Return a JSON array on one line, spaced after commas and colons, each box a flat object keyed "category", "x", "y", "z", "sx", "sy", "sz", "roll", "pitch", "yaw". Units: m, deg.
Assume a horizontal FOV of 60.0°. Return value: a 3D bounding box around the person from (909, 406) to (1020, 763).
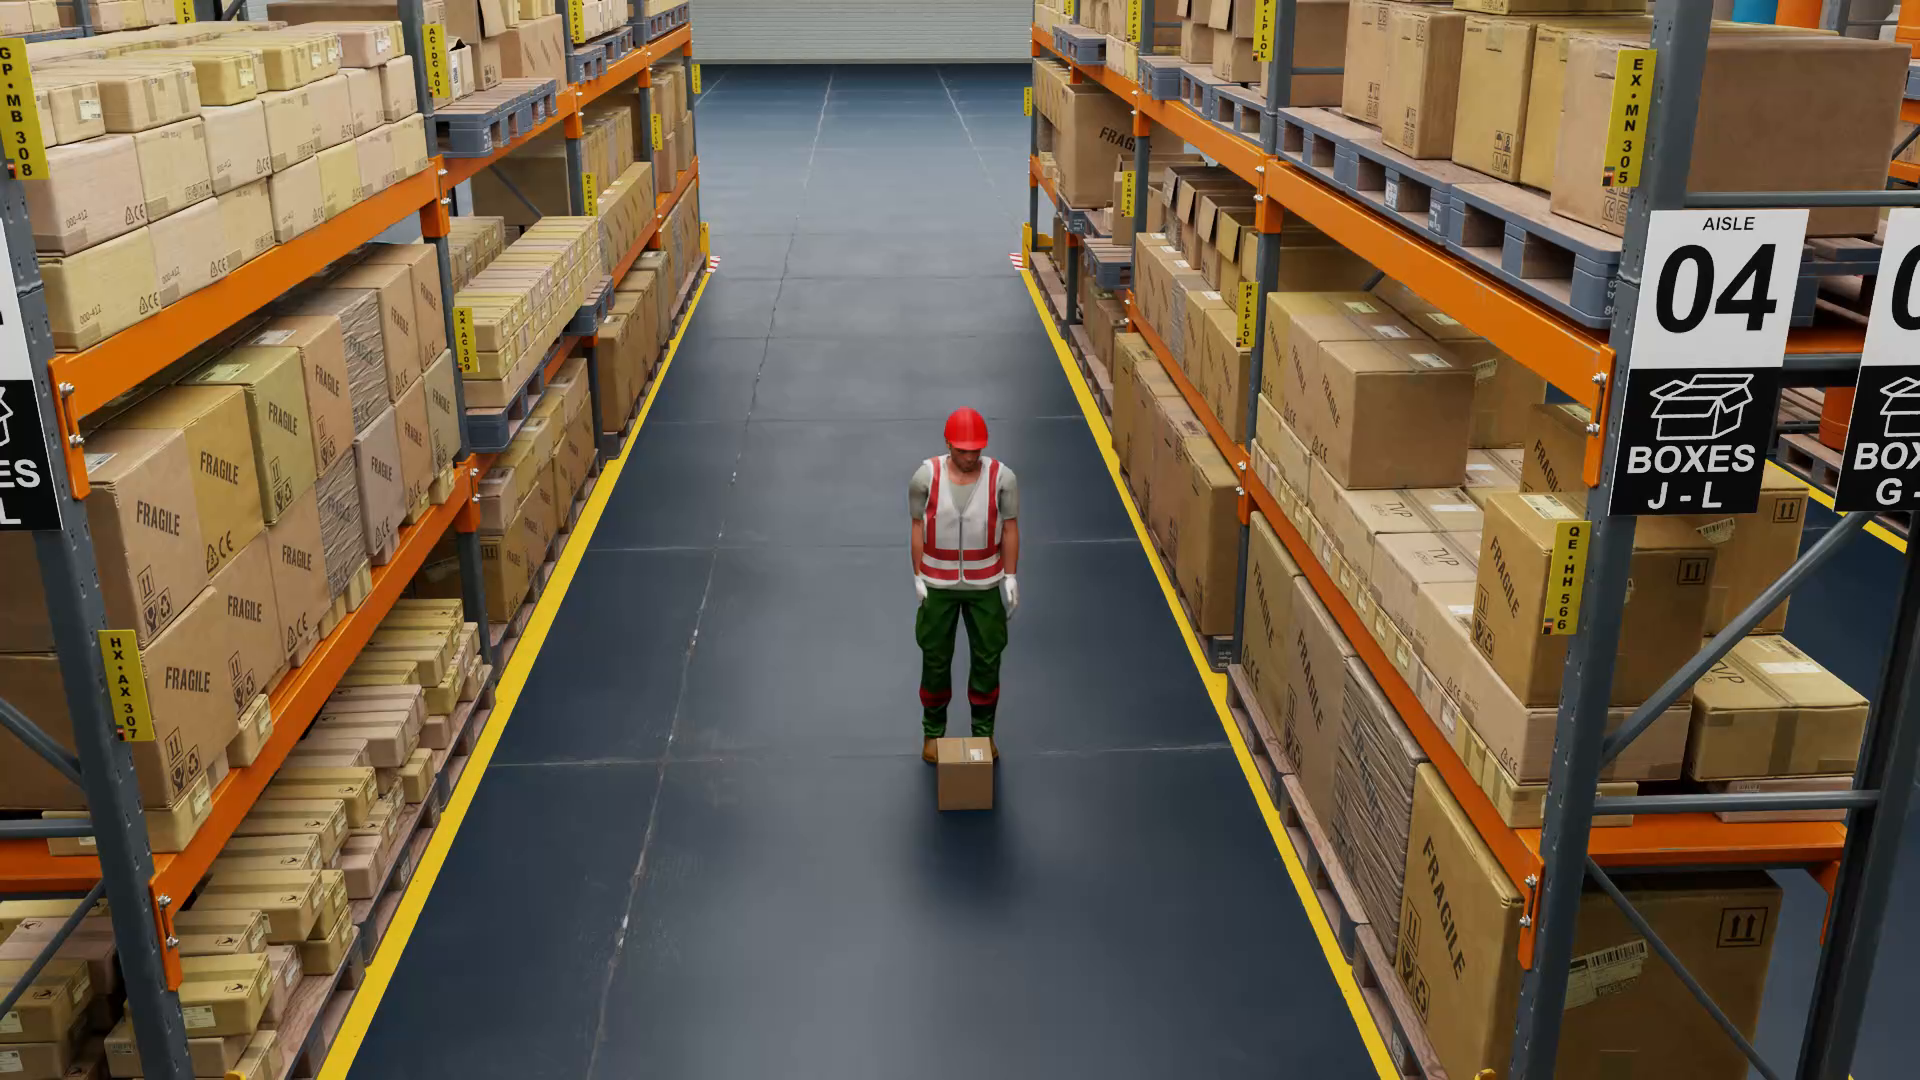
[{"category": "person", "x": 0.023, "y": 0.216, "z": 7.976, "sx": 0.529, "sy": 1.777, "sz": 0.364, "roll": -1, "pitch": 20, "yaw": -2}]
